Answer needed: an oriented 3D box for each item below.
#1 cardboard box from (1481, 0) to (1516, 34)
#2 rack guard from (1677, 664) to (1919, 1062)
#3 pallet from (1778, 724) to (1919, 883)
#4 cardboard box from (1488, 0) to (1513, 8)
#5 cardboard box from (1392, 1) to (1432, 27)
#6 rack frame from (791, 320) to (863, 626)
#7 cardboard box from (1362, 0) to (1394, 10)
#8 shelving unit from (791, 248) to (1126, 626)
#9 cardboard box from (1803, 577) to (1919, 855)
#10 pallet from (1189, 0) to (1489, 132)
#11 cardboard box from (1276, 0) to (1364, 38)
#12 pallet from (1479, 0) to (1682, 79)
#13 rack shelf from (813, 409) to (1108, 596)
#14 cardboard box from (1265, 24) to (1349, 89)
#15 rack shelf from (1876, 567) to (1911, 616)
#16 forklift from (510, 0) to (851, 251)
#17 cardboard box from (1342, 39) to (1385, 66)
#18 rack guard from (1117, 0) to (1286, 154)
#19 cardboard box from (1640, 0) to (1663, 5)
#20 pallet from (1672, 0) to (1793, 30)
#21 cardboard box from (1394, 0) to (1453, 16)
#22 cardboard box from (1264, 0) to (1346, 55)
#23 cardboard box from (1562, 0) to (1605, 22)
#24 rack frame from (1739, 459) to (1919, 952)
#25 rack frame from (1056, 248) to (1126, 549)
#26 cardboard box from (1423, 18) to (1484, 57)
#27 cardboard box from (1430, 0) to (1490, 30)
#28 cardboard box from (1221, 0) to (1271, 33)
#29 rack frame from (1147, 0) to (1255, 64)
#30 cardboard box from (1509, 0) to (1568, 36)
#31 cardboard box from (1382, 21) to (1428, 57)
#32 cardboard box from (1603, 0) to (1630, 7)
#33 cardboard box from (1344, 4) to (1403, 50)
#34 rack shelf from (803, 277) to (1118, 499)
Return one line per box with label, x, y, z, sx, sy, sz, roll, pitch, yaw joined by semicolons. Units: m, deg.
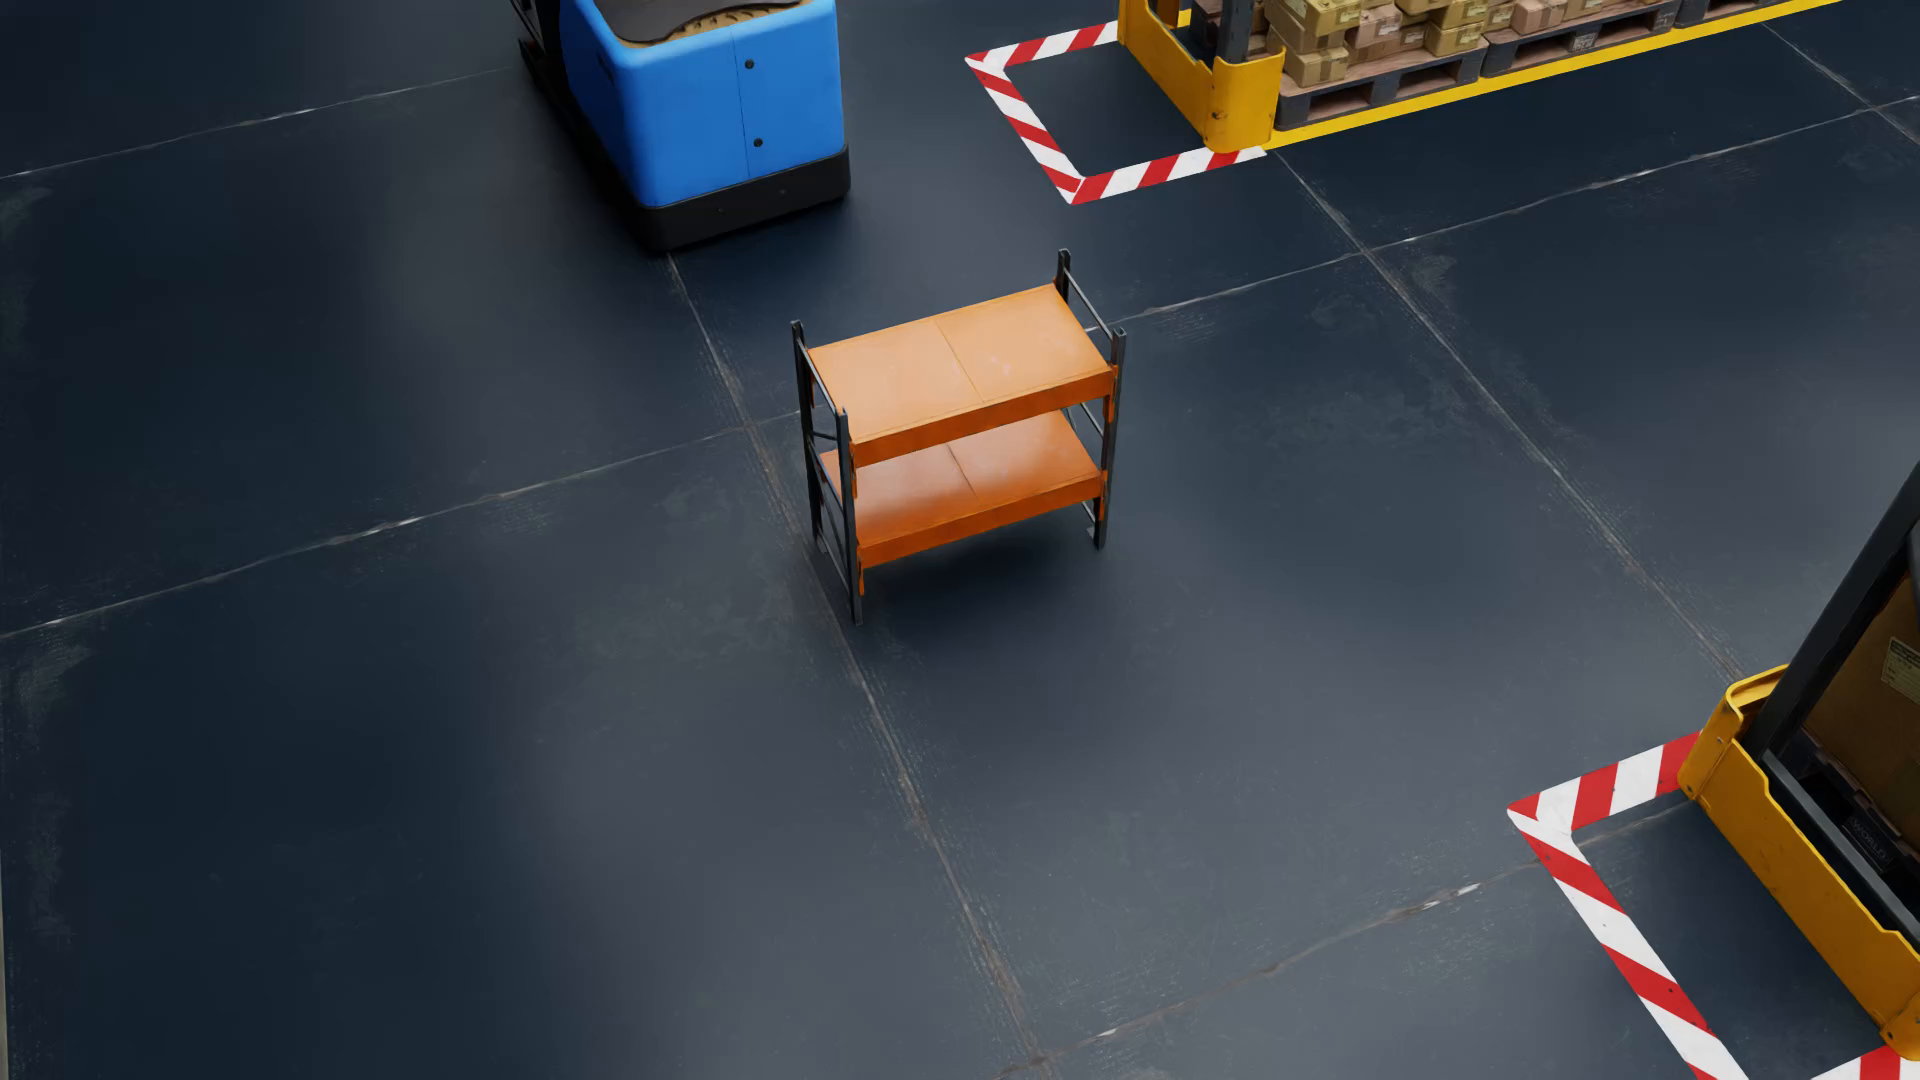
cardboard box;2.651;-2.791;8.612;0.250;0.149;0.380;-17;51;-14
rack guard;2.888;1.022;5.384;0.348;0.500;1.175;-17;52;-14
pallet;3.621;0.825;5.744;1.213;0.211;1.003;-17;52;-14
cardboard box;2.667;-2.899;8.509;0.250;0.149;0.380;-19;52;-16
cardboard box;2.179;-2.758;8.389;0.250;0.149;0.380;-17;51;-14
rack frame;-0.477;-0.219;6.037;0.032;1.125;0.500;-17;52;-14
cardboard box;1.952;-2.789;8.219;0.250;0.149;0.380;-16;51;-14
shelving unit;-0.006;-0.365;6.162;1.048;1.125;0.538;-17;52;-14
cardboard box;3.472;0.516;5.294;0.875;0.875;0.875;-17;52;-14
pallet;1.964;-2.634;8.713;1.213;0.211;1.003;-17;52;-14
cardboard box;1.742;-2.626;8.079;0.250;0.149;0.380;-19;52;-16
pallet;3.092;-2.981;9.011;1.213;0.211;1.003;-17;52;-14
rack shelf;-0.006;-0.205;6.348;1.000;0.278;0.538;-17;52;-14
cardboard box;1.734;-2.446;8.316;0.250;0.149;0.380;-16;51;-14
rack shelf;4.762;-0.139;5.207;4.000;0.370;1.077;-17;52;-14
forklift;-1.636;-3.414;7.590;1.130;2.935;3.031;-21;53;-17
cardboard box;1.946;-2.578;8.430;0.250;0.149;0.380;-17;52;-14
rack guard;1.199;-2.520;8.425;0.348;0.500;1.175;-17;52;-14
cardboard box;3.639;-3.019;8.808;0.250;0.149;0.380;-17;52;-14
pallet;4.223;-3.334;9.314;1.213;0.211;1.003;-17;52;-14
cardboard box;2.233;-2.771;8.204;0.250;0.149;0.380;-17;52;-14
cardboard box;1.711;-2.587;8.242;0.250;0.149;0.380;-15;51;-13
cardboard box;3.161;-2.899;8.705;0.250;0.149;0.380;-17;52;-14
rack frame;2.910;0.200;4.441;0.127;3.000;1.000;-17;52;-14
rack frame;0.464;-0.510;6.288;0.032;1.125;0.500;-17;52;-14
cardboard box;2.451;-2.651;8.492;0.250;0.149;0.380;-17;51;-14
cardboard box;2.457;-2.756;8.386;0.250;0.149;0.380;-16;51;-13
cardboard box;1.537;-2.818;8.636;0.250;0.149;0.380;-16;51;-14
rack frame;1.128;-3.312;7.458;0.127;3.000;1.000;-17;52;-14
cardboard box;2.915;-2.801;8.621;0.250;0.149;0.380;-20;52;-16
cardboard box;2.173;-2.654;8.495;0.250;0.149;0.380;-17;51;-14
cardboard box;3.372;-2.991;8.785;0.250;0.149;0.380;-16;51;-14
cardboard box;1.985;-2.626;8.275;0.250;0.149;0.380;-17;52;-14
rack shelf;-0.006;-0.555;5.940;1.000;0.278;0.538;-17;52;-14
